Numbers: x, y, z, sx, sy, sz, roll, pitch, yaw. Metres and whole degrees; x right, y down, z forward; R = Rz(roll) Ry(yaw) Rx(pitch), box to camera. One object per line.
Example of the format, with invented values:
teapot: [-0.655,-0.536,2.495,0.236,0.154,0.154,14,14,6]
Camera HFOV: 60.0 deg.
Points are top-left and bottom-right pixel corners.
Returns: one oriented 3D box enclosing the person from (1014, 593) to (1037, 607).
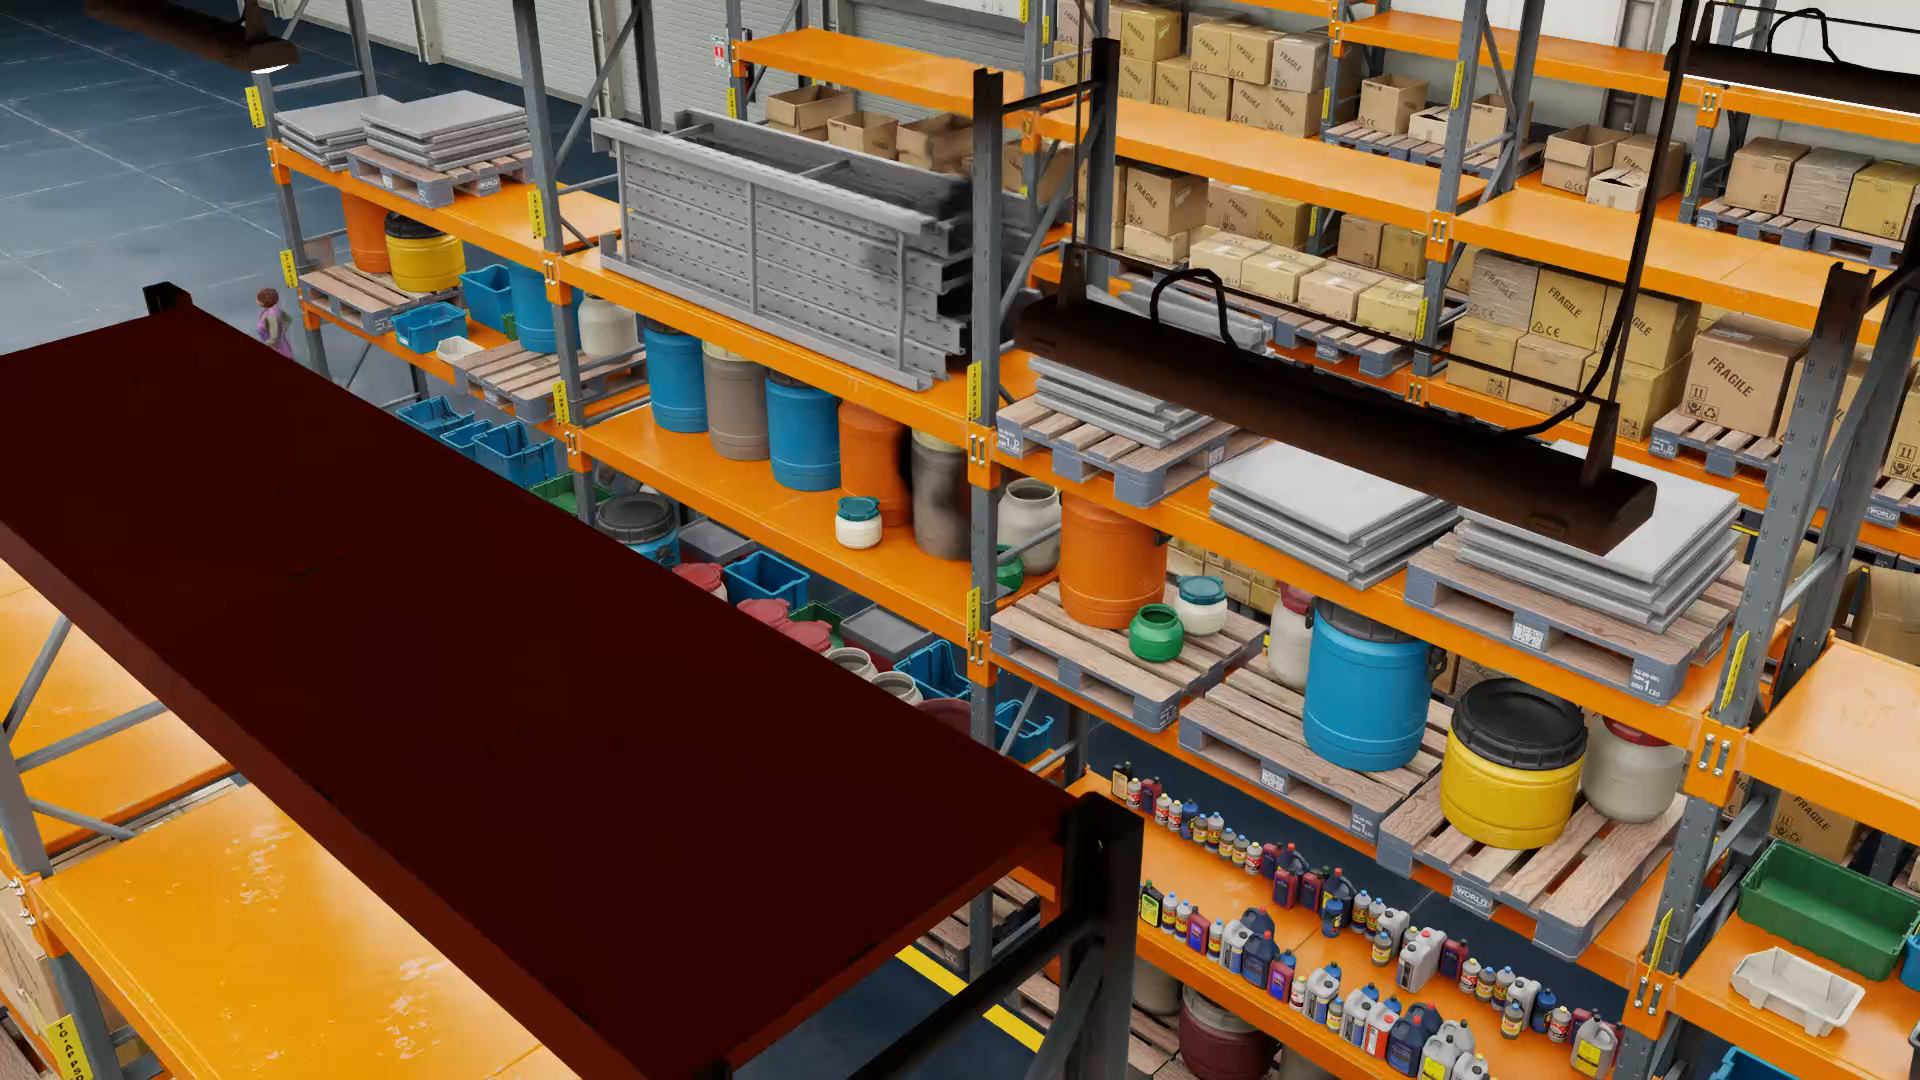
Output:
person: [0.400,0.329,13.467,0.642,1.741,0.610,23,37,34]

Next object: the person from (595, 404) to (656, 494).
person: [-3.280,-0.863,15.937,1.058,1.745,0.694,21,36,32]

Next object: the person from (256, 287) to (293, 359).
person: [-7.540,-1.998,18.292,0.543,1.471,0.528,-11,31,-19]
